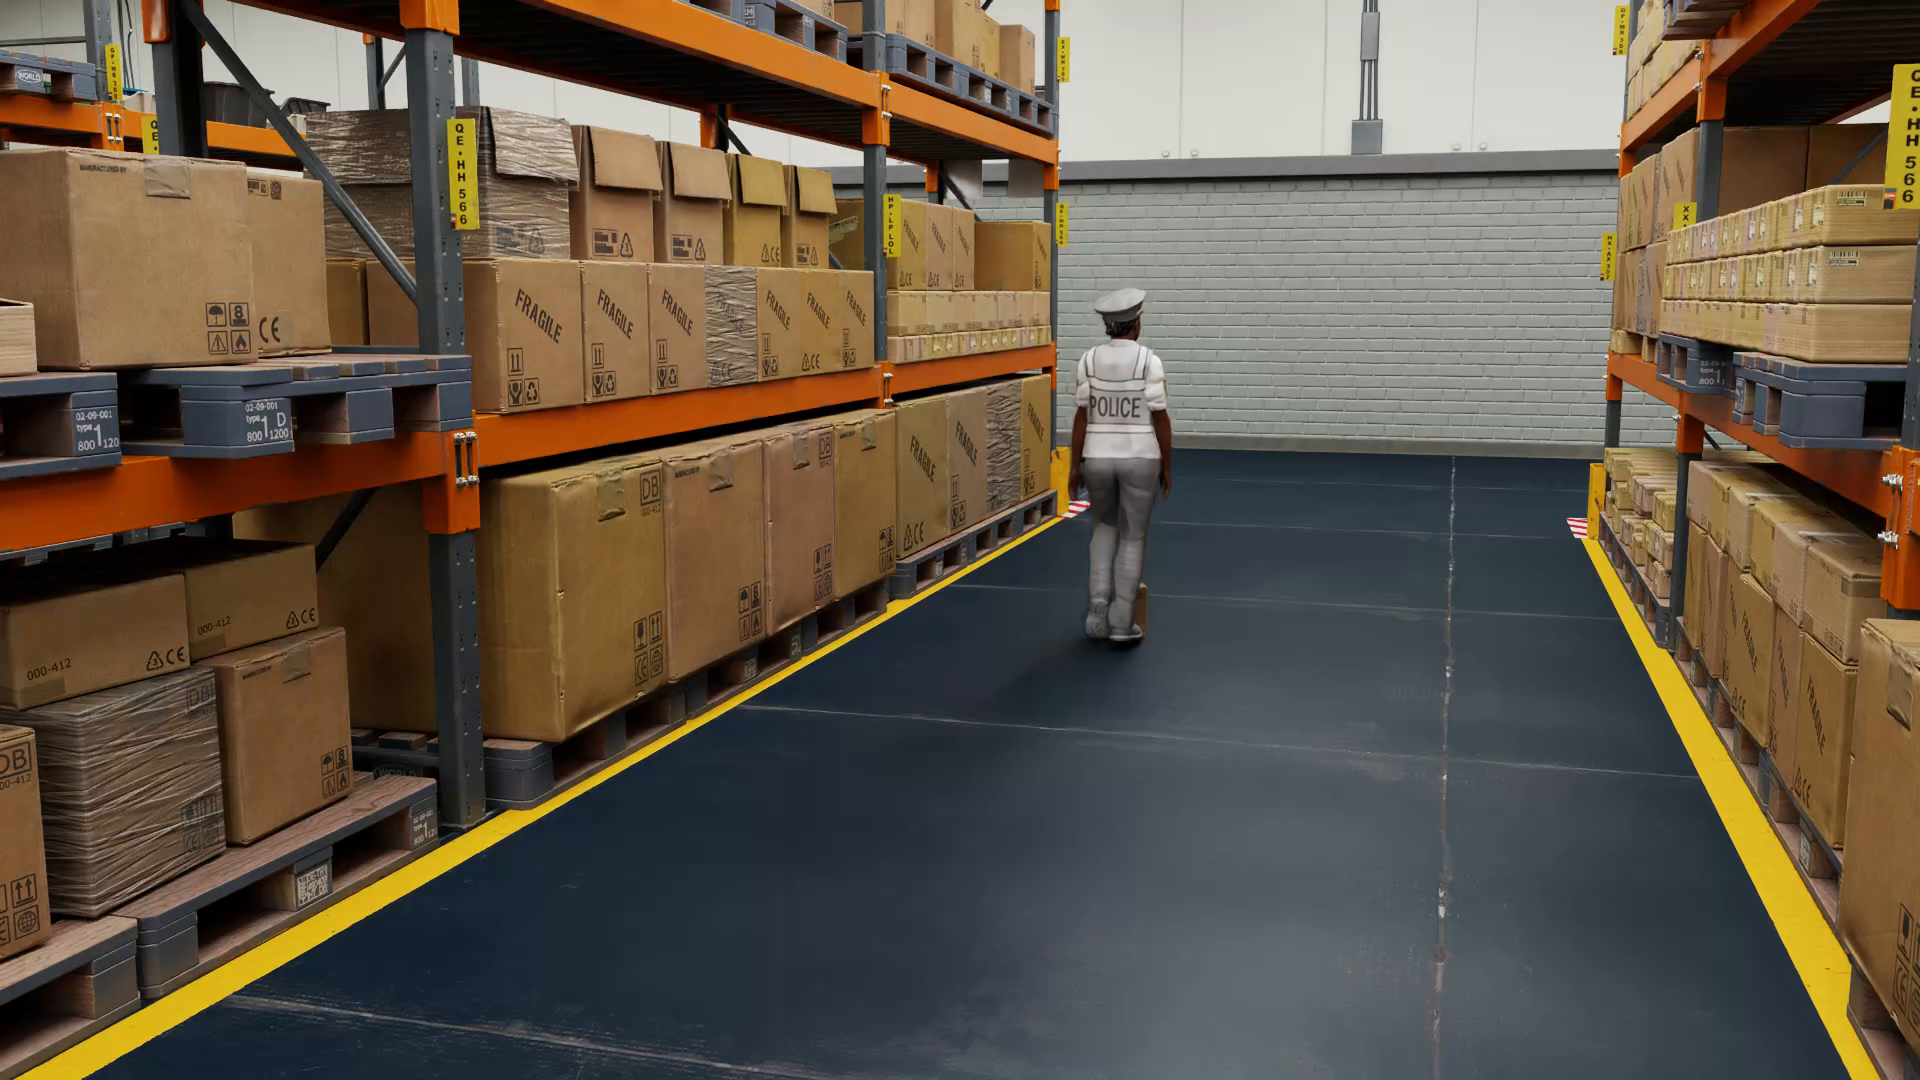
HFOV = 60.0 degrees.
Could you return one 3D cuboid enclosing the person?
[{"bbox_3d":[0.789,-0.348,8.014,0.486,1.719,0.469,4,9,25],"label":"person"}]
